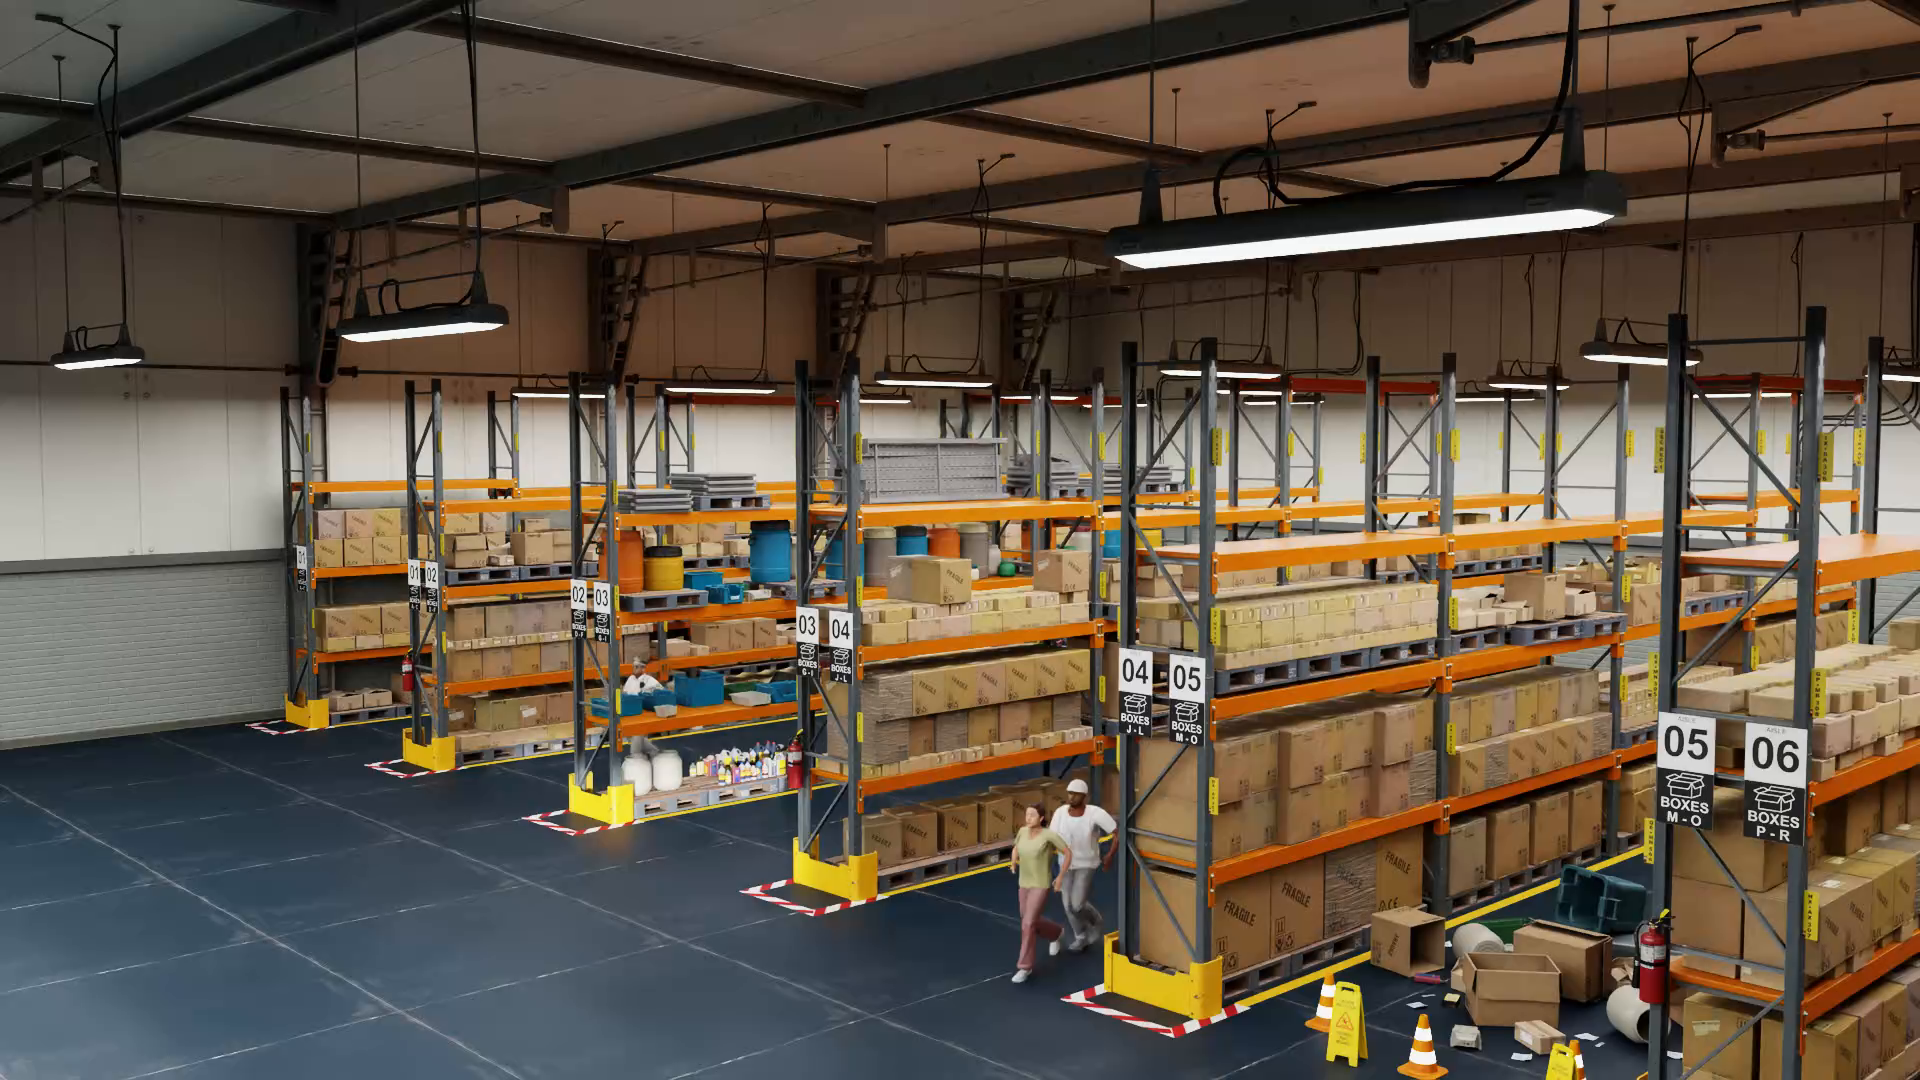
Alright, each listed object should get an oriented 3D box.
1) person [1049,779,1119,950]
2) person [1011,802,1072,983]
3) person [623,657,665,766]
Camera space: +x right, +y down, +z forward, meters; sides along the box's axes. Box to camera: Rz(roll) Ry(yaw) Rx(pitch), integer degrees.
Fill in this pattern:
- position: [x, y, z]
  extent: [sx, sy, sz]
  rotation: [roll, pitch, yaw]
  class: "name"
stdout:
- position: [1.170, 3.243, 16.525]
  extent: [0.726, 1.730, 0.588]
  rotation: [2, 4, 31]
  class: "person"
- position: [0.746, 3.331, 15.961]
  extent: [0.616, 1.668, 0.832]
  rotation: [3, 5, 40]
  class: "person"
- position: [-4.848, 2.647, 25.160]
  extent: [0.661, 1.771, 0.985]
  rotation: [3, 4, 36]
  class: "person"
